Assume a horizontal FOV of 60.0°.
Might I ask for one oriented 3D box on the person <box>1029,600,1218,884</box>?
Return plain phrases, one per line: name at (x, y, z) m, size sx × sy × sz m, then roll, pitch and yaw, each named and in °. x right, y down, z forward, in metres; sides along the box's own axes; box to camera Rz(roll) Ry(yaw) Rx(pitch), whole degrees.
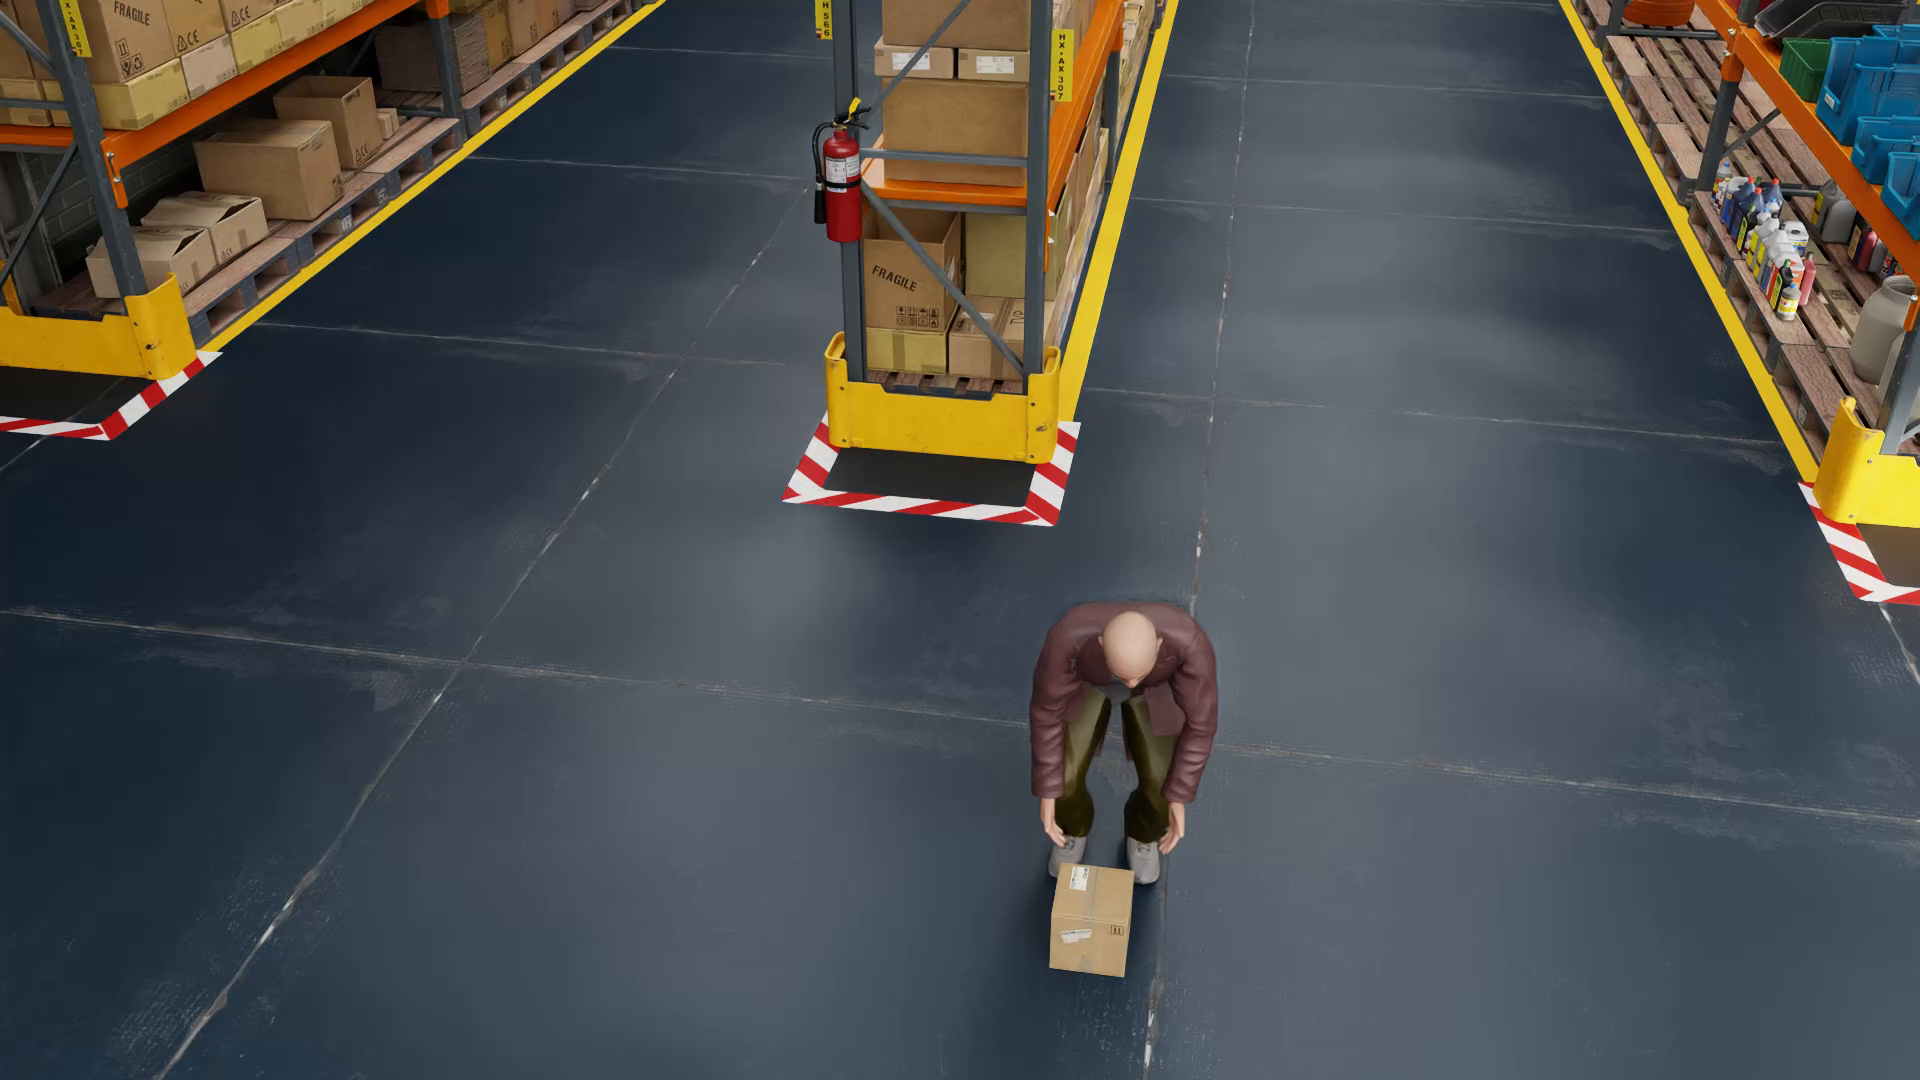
person at (0.552, 0.624, 5.647) m, size 0.630 × 1.256 × 0.793 m, roll 5°, pitch 32°, yaw 8°
